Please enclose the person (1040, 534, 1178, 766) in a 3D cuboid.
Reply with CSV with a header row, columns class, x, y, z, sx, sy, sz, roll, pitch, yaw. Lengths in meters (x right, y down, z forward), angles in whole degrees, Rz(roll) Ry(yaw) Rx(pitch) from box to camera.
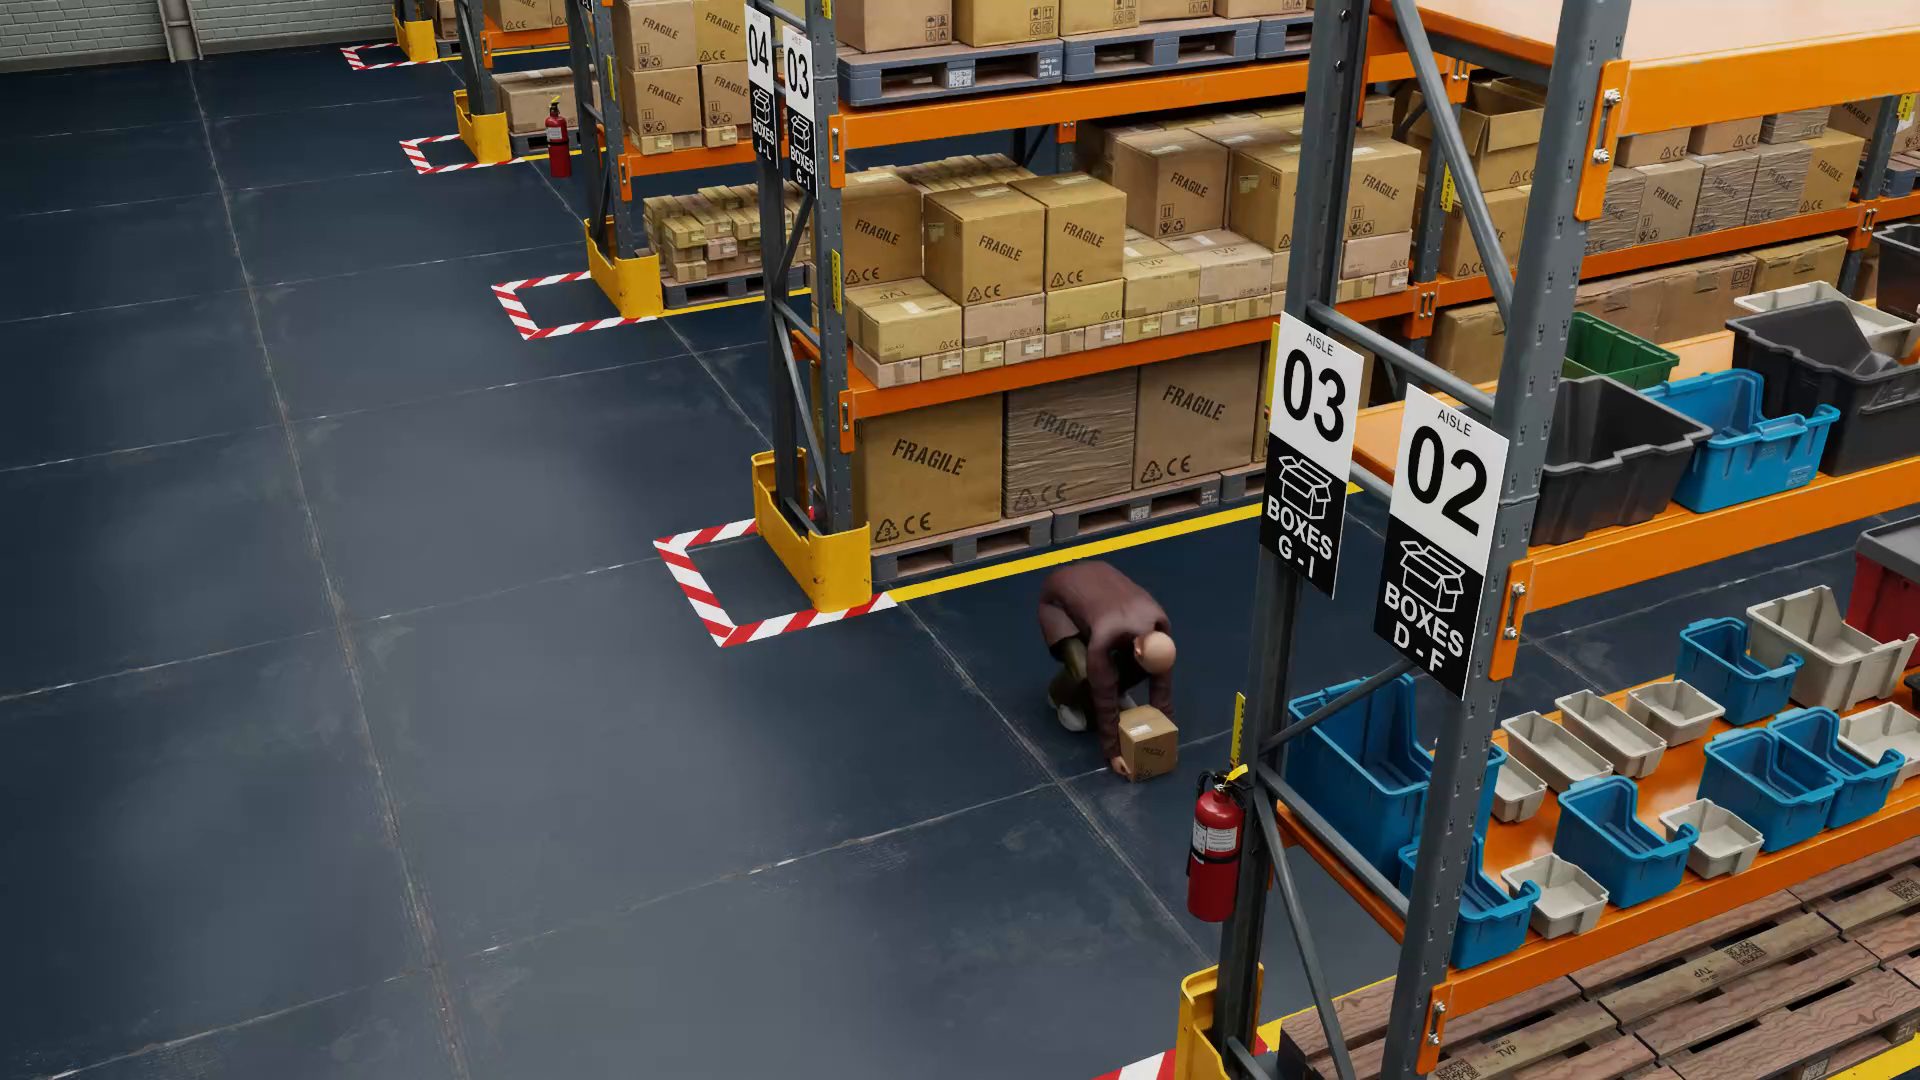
class,x,y,z,sx,sy,sz,roll,pitch,yaw
person,0.757,0.528,8.324,0.591,0.996,0.943,-15,32,-24
